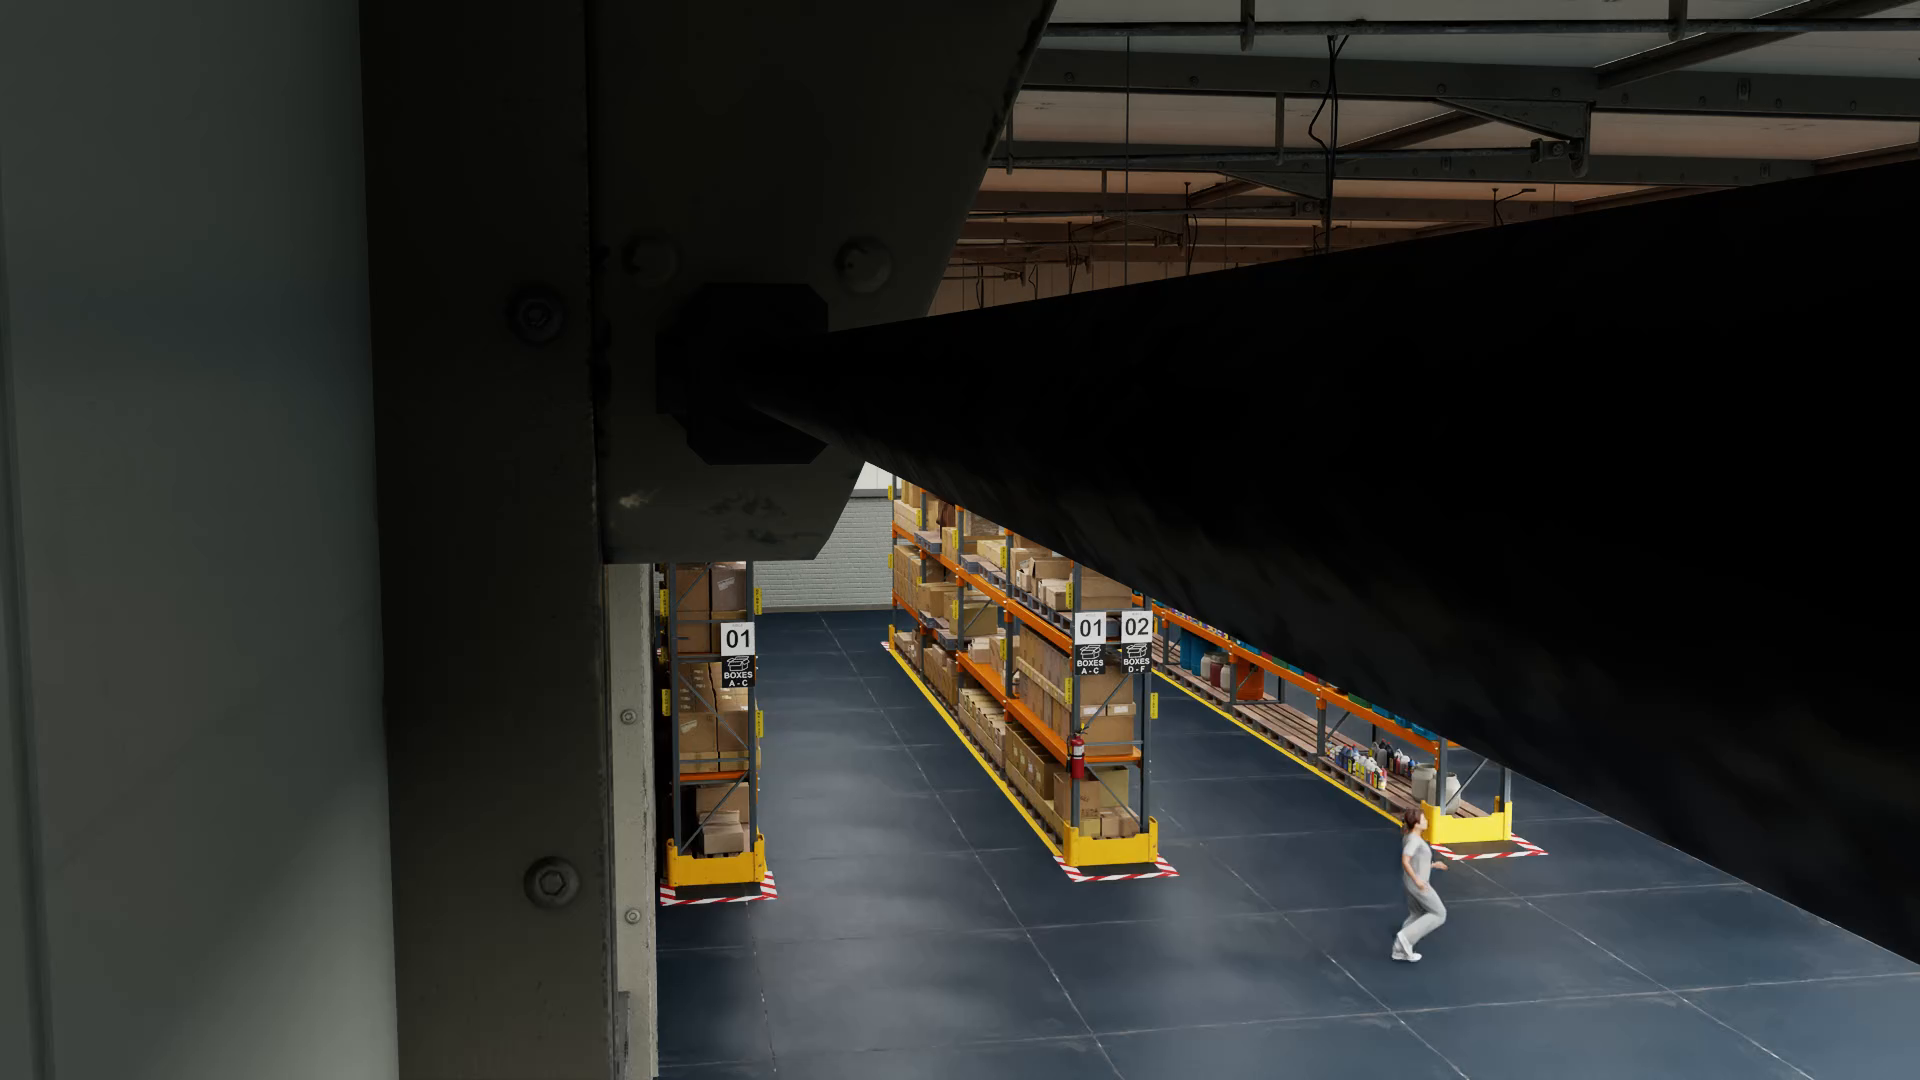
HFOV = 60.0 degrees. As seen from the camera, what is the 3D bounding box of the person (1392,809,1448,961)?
[{"bbox_3d":[4.845,3.634,17.475,0.565,1.618,0.550,0,6,3],"label":"person"}]
